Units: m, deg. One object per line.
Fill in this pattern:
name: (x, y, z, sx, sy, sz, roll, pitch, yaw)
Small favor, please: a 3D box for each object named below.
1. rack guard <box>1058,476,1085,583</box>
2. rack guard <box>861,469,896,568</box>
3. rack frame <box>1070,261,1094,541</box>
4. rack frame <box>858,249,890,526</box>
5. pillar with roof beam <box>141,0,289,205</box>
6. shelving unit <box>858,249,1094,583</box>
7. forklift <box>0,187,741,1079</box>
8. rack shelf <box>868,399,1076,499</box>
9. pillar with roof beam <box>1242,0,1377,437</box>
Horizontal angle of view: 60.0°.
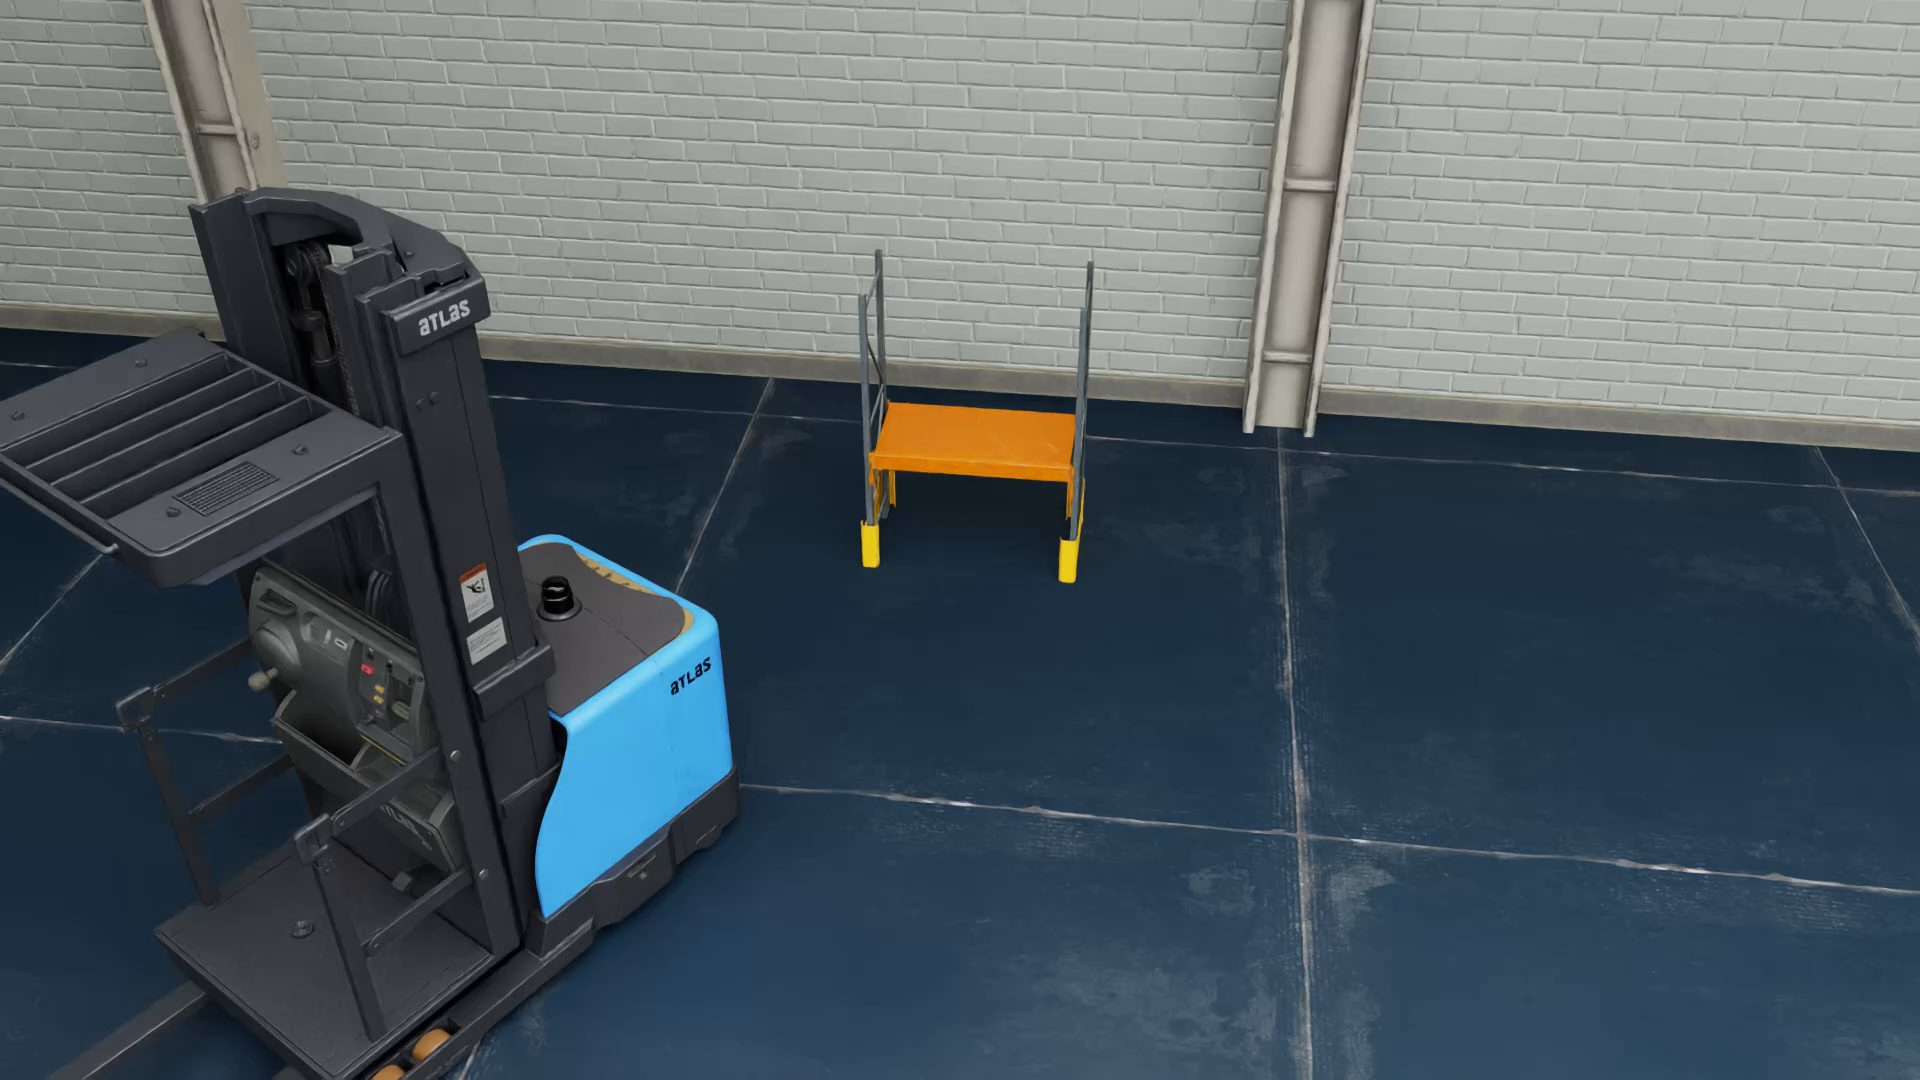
rack guard: (0.570, -0.059, 8.475, 0.087, 0.250, 0.587, 4, 36, 6)
rack guard: (-0.418, -0.133, 8.578, 0.087, 0.250, 0.587, 4, 36, 6)
rack frame: (0.589, -0.567, 8.110, 0.032, 1.500, 0.500, 4, 36, 6)
rack frame: (-0.420, -0.642, 8.215, 0.032, 1.500, 0.500, 4, 36, 6)
pillar with roof beam: (-4.673, -2.312, 4.100, 0.400, 9.000, 9.100, 4, 36, 6)
shelving unit: (0.076, -0.605, 8.163, 1.083, 1.500, 0.587, 4, 36, 6)
forklift: (-2.206, 0.482, 5.409, 1.130, 2.935, 3.031, 24, 42, 30)
rack shelf: (0.085, -0.458, 8.267, 1.000, 0.185, 0.538, 4, 36, 6)
pillar with roof beam: (1.279, -1.868, 3.478, 0.400, 9.000, 9.100, 4, 36, 6)
